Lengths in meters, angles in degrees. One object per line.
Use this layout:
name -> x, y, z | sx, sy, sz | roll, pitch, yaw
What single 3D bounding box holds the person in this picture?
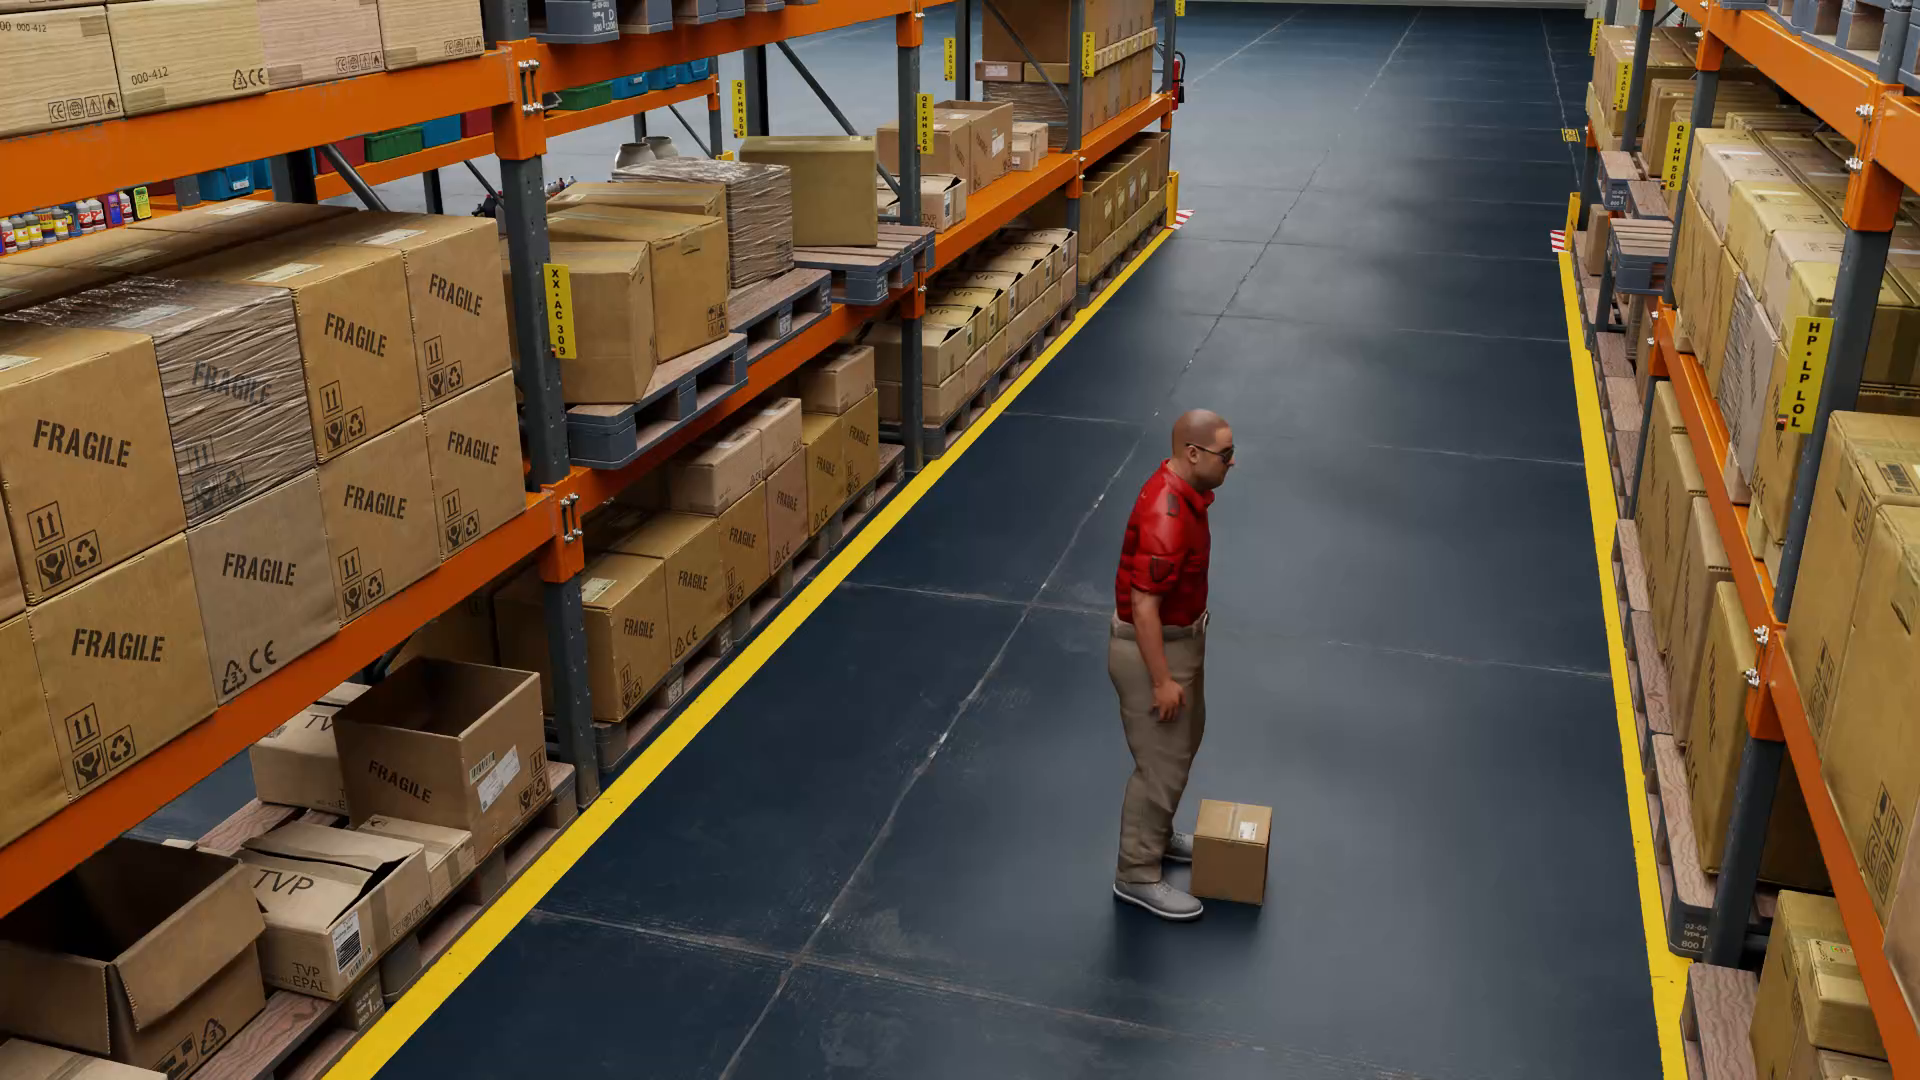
person -> 0.713, 0.388, 5.636 | 0.385, 1.727, 0.585 | 6, 23, 15
